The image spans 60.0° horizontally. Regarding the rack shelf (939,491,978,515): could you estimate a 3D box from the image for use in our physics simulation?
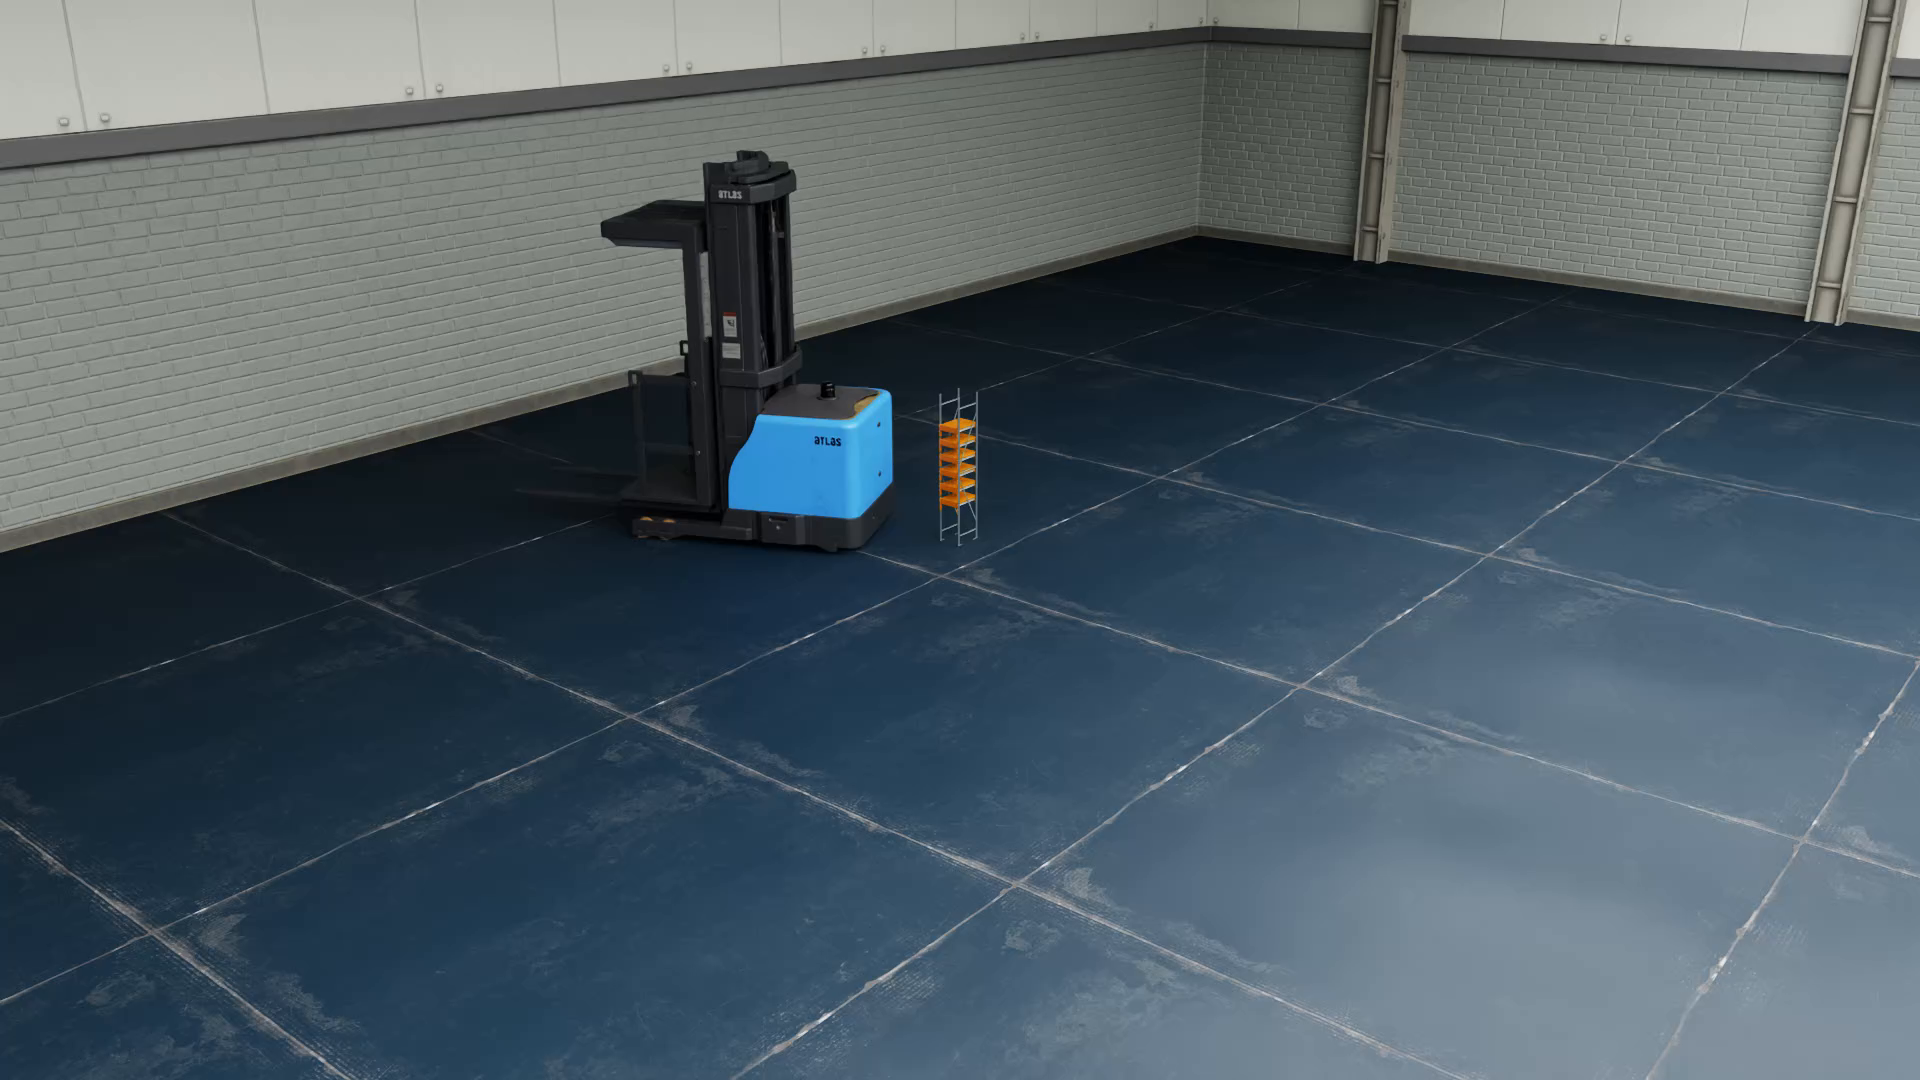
[{"bbox_3d":[-0.011,-0.298,13.065,0.180,0.103,0.258,16,26,36],"label":"rack shelf"}]

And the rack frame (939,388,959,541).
[{"bbox_3d":[-0.082,-0.585,13.019,0.006,1.200,0.240,16,26,36],"label":"rack frame"}]

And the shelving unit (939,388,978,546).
[{"bbox_3d":[-0.011,-0.565,12.965,0.189,1.200,0.258,16,26,36],"label":"shelving unit"}]

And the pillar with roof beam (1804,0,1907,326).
[{"bbox_3d":[7.798,-5.696,15.518,0.400,9.000,9.100,16,26,36],"label":"pillar with roof beam"}]

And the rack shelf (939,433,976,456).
[{"bbox_3d":[-0.011,-0.748,12.896,0.180,0.103,0.258,16,26,36],"label":"rack shelf"}]

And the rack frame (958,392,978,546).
[{"bbox_3d":[0.060,-0.544,12.911,0.006,1.200,0.240,16,26,36],"label":"rack frame"}]

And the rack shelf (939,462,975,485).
[{"bbox_3d":[-0.011,-0.523,12.981,0.180,0.103,0.258,16,26,36],"label":"rack shelf"}]

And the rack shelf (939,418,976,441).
[{"bbox_3d":[-0.011,-0.860,12.854,0.180,0.103,0.258,16,26,36],"label":"rack shelf"}]

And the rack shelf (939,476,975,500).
[{"bbox_3d":[-0.011,-0.411,13.023,0.180,0.103,0.258,16,26,36],"label":"rack shelf"}]

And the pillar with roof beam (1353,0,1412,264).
[{"bbox_3d":[3.149,-7.034,19.068,0.400,9.000,9.100,16,26,36],"label":"pillar with roof beam"}]

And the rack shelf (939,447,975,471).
[{"bbox_3d":[-0.011,-0.635,12.938,0.180,0.103,0.258,16,26,36],"label":"rack shelf"}]

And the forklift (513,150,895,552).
[{"bbox_3d":[-2.109,-1.542,13.103,3.031,2.935,1.130,5,21,13],"label":"forklift"}]
